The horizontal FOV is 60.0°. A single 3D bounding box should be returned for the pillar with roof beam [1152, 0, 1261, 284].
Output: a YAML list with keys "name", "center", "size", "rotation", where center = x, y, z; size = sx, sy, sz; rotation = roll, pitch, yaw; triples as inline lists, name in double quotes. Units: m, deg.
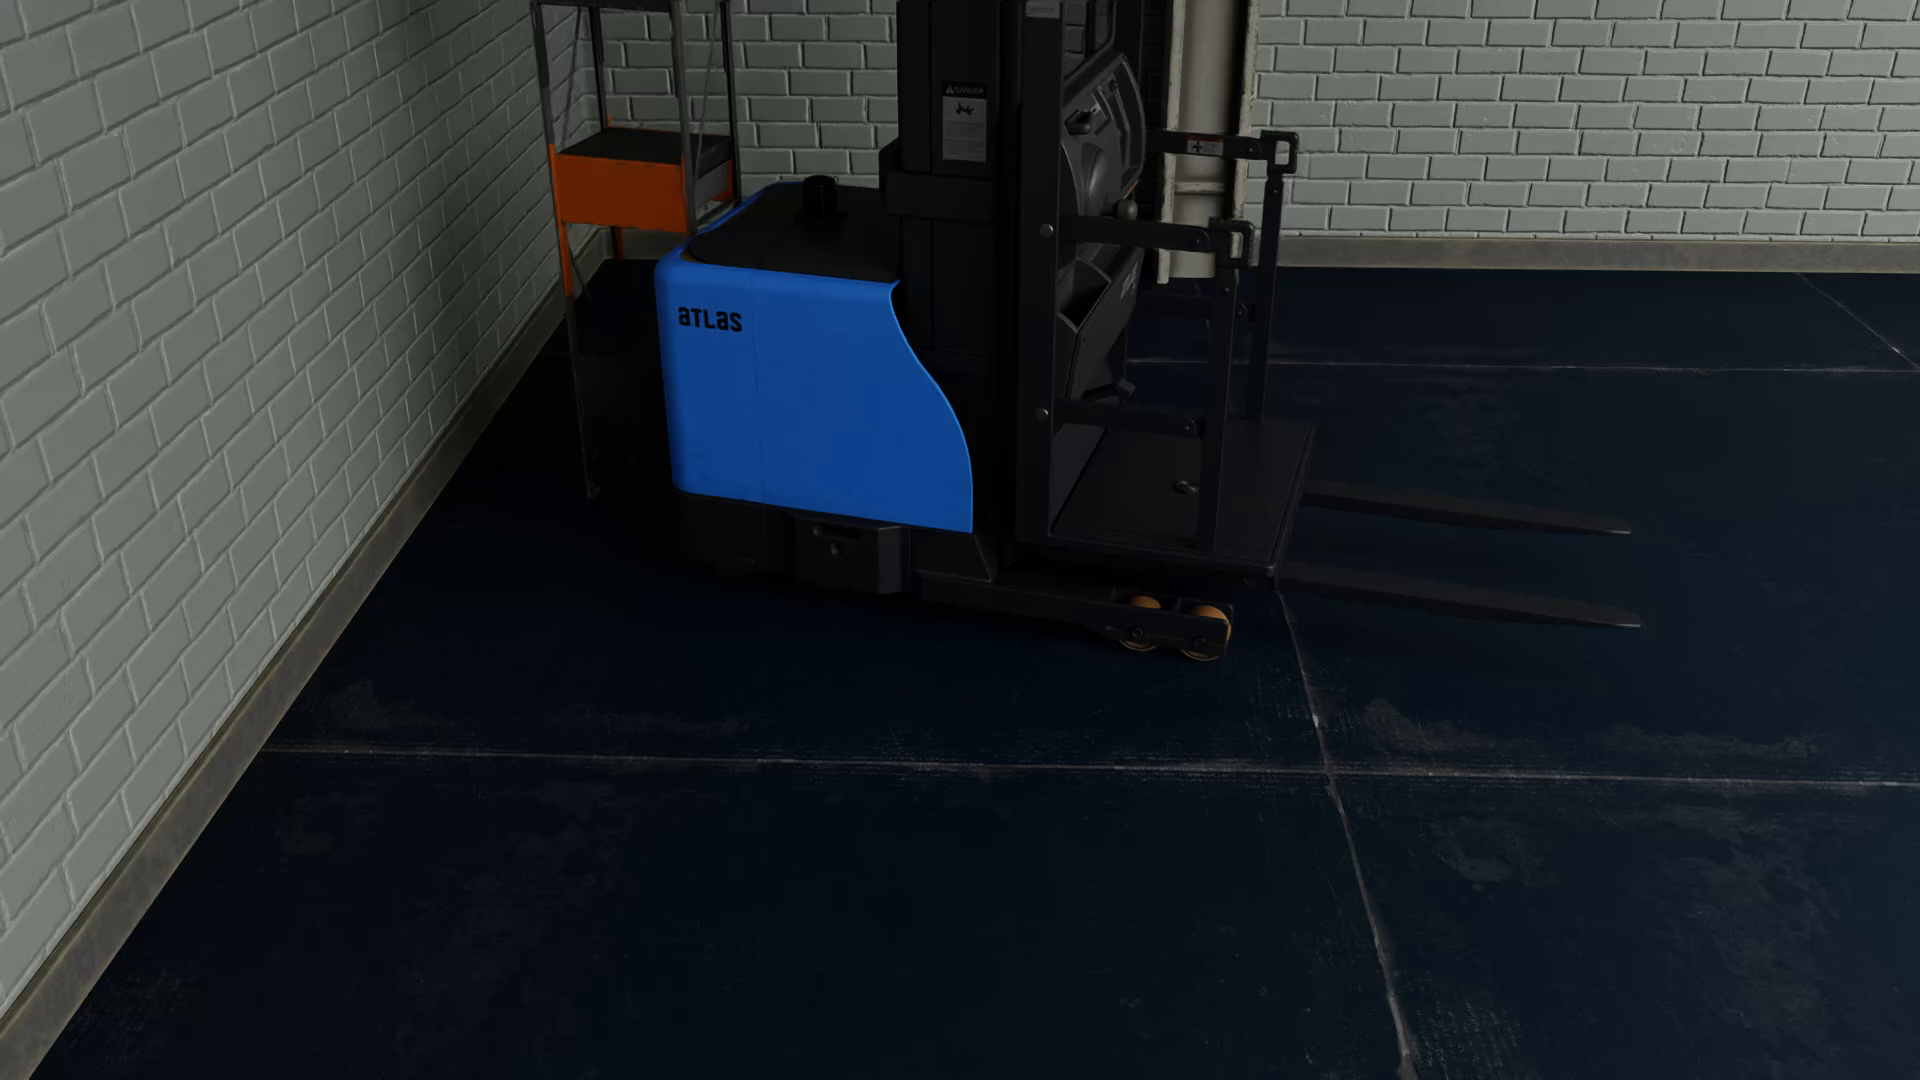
- name: "pillar with roof beam"
  center: [1.010, -3.284, 2.337]
  size: [0.400, 9.000, 9.100]
  rotation: [1, 28, 2]

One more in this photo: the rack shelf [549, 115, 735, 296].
- name: "rack shelf"
  center: [-1.052, -1.119, 5.648]
  size: [0.480, 0.518, 0.431]
  rotation: [8, 29, 15]

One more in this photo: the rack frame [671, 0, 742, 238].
- name: "rack frame"
  center: [-0.819, -1.097, 5.578]
  size: [0.015, 2.100, 0.400]
  rotation: [8, 29, 15]

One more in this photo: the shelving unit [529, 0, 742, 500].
- name: "shelving unit"
  center: [-1.052, -1.131, 5.641]
  size: [0.503, 2.100, 0.431]
  rotation: [8, 29, 15]

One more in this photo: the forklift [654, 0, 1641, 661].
- name: "forklift"
  center: [0.619, -1.206, 4.895]
  size: [3.031, 2.935, 1.130]
  rotation: [8, 29, 15]

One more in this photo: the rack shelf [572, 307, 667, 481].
- name: "rack shelf"
  center: [-1.052, -0.500, 5.976]
  size: [0.480, 0.518, 0.431]
  rotation: [8, 29, 15]

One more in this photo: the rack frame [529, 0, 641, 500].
- name: "rack frame"
  center: [-1.285, -1.164, 5.705]
  size: [0.015, 2.100, 0.400]
  rotation: [8, 29, 15]

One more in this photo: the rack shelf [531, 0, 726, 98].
- name: "rack shelf"
  center: [-1.052, -1.737, 5.320]
  size: [0.480, 0.518, 0.431]
  rotation: [8, 29, 15]
